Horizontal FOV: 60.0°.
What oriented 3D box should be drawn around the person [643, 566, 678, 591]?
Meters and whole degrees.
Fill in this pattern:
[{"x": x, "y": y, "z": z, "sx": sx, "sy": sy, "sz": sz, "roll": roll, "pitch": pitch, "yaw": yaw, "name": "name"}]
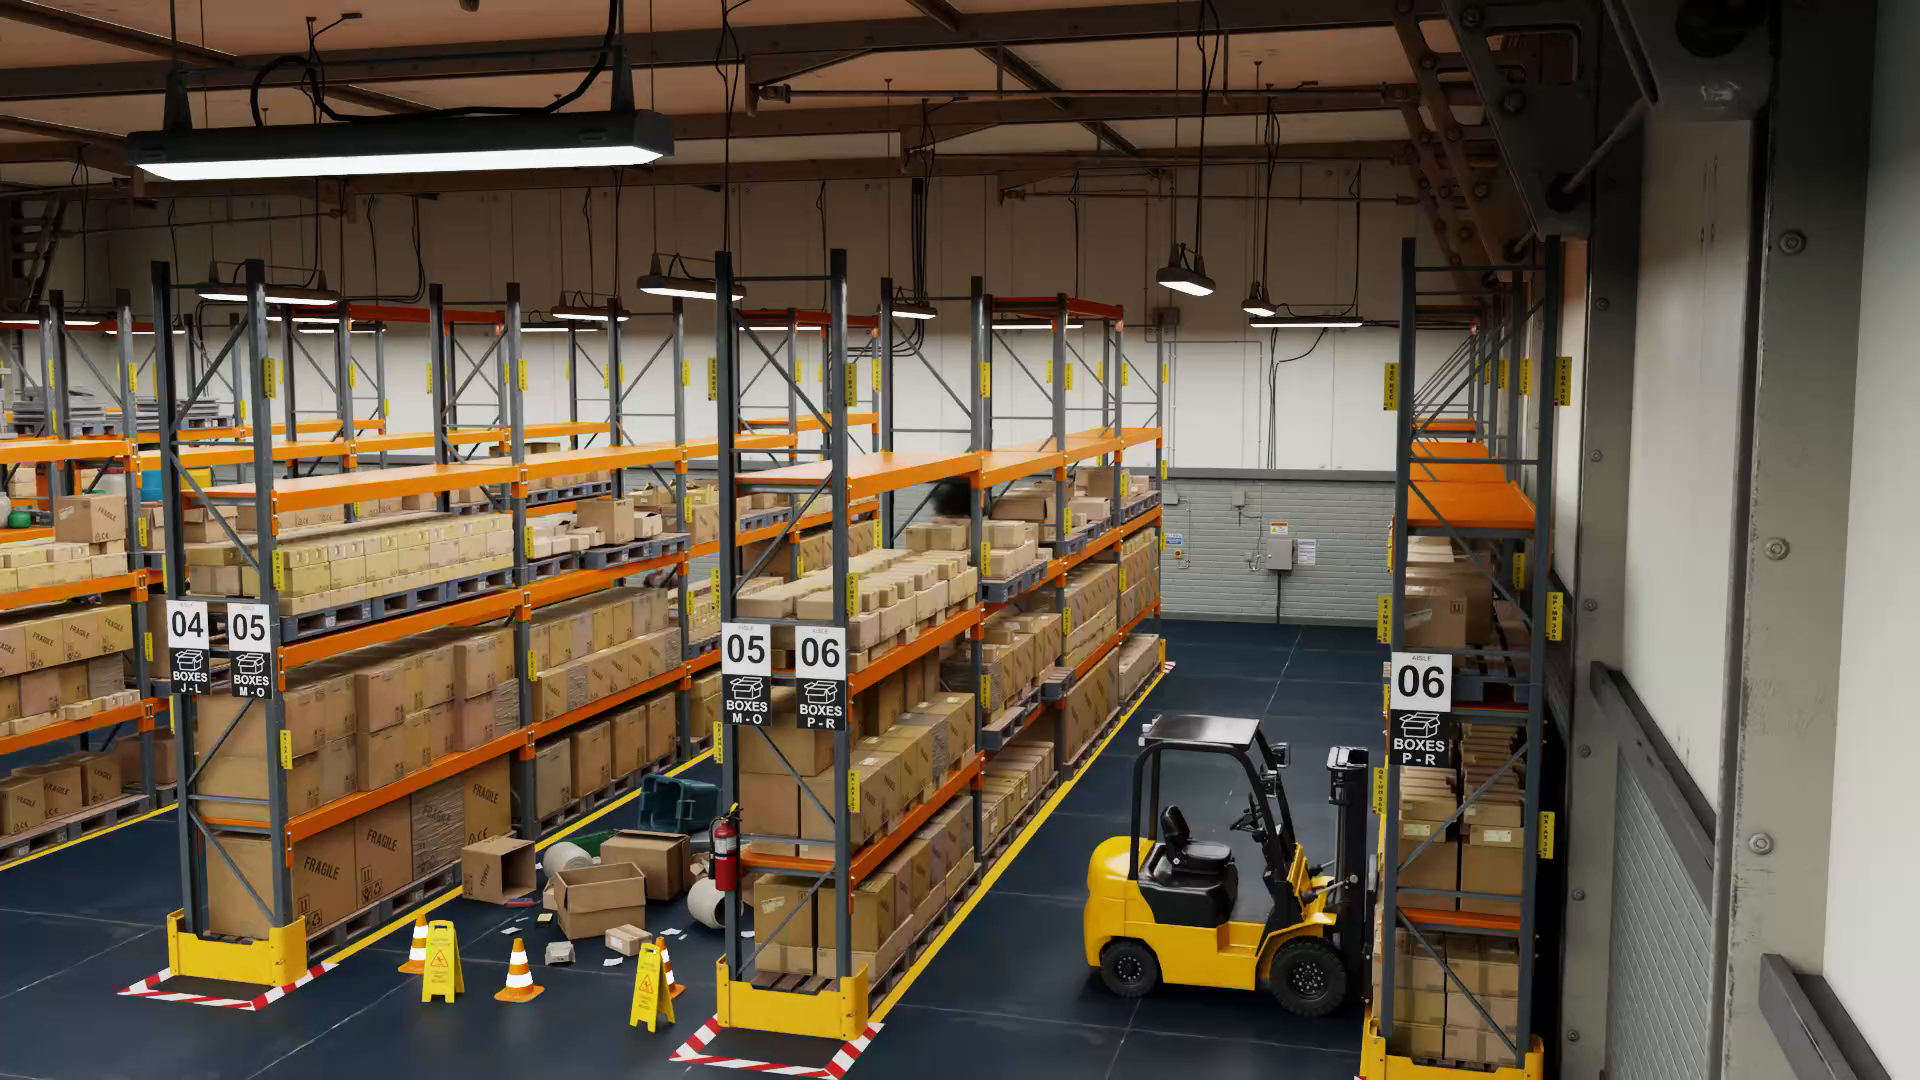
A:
[{"x": -5.270, "y": 1.209, "z": 29.299, "sx": 0.787, "sy": 1.767, "sz": 0.724, "roll": 1, "pitch": 6, "yaw": 7, "name": "person"}]
